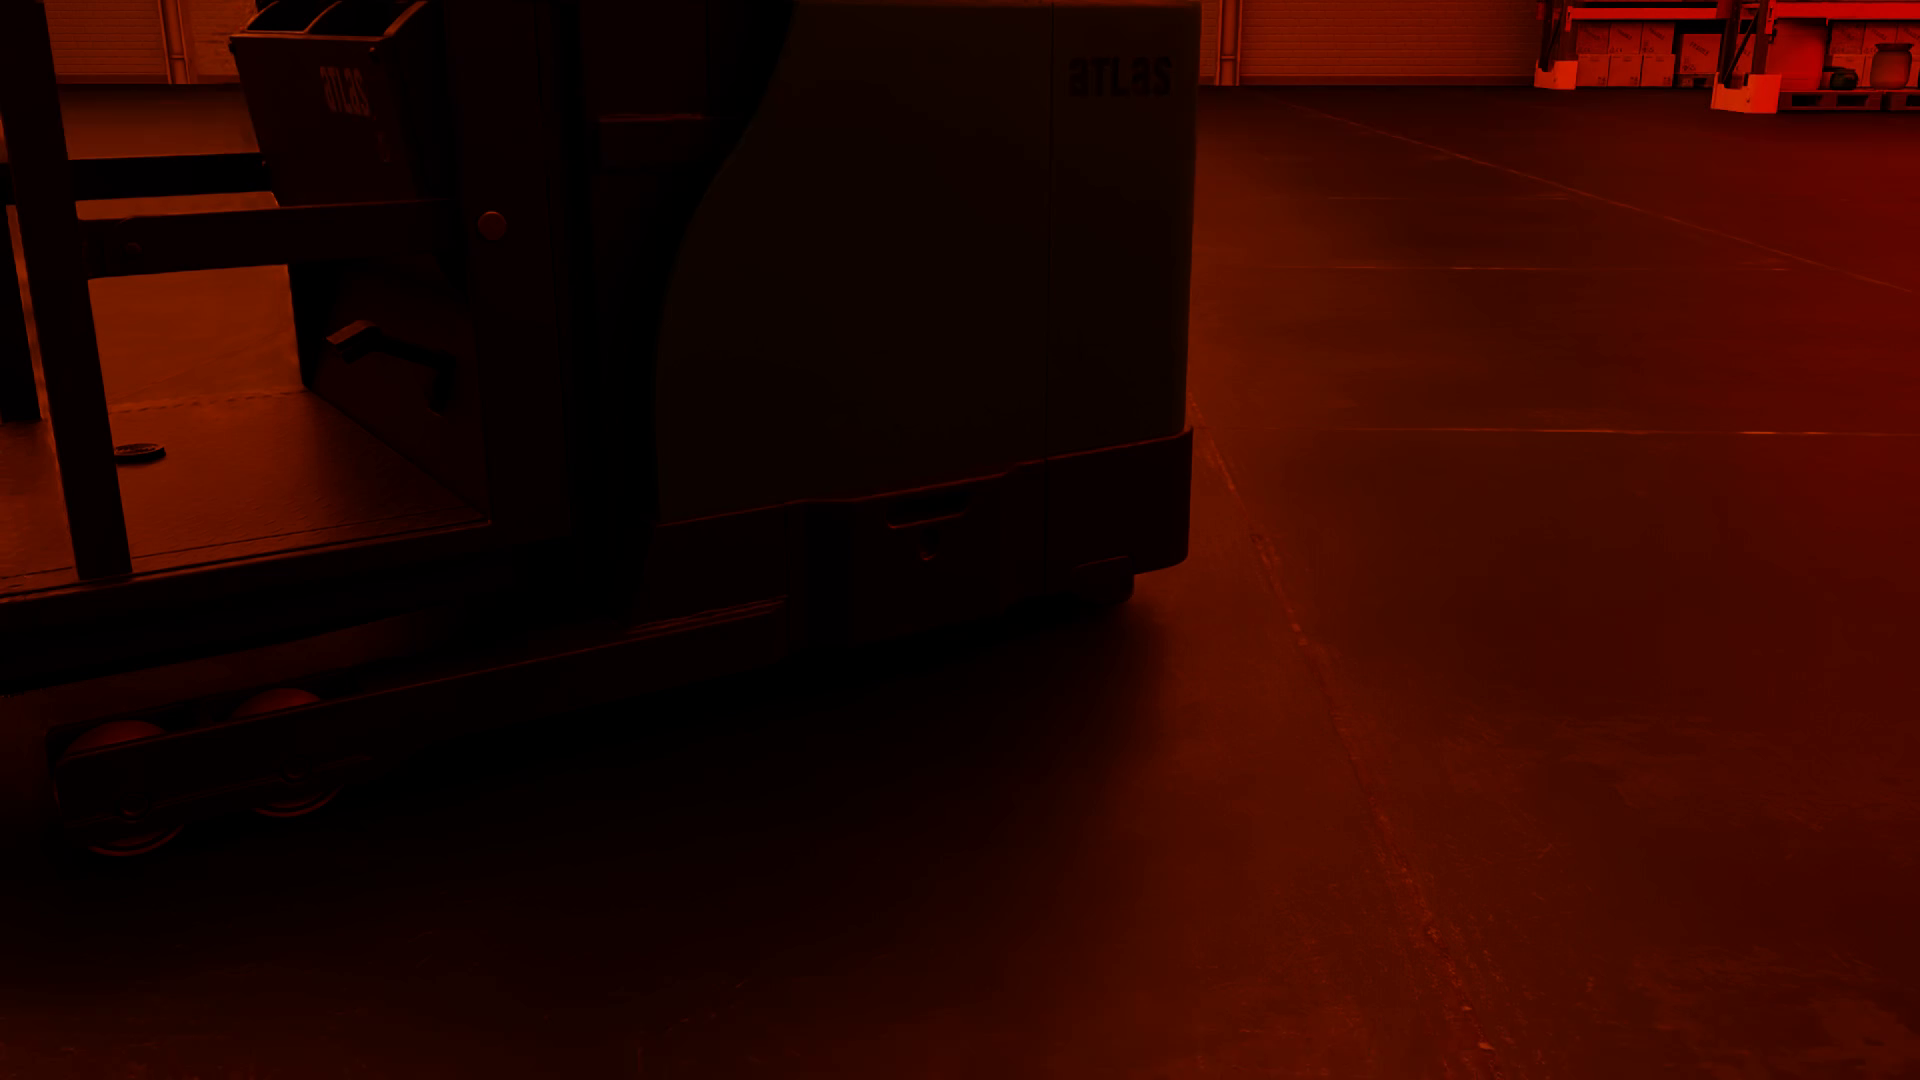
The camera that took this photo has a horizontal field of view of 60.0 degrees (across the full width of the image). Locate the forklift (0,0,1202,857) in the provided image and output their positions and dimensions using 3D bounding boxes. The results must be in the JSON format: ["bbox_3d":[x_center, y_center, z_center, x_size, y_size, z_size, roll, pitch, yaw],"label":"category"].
[{"bbox_3d":[-1.094,-1.180,2.230,3.031,2.935,1.130,-11,20,-32],"label":"forklift"}]
